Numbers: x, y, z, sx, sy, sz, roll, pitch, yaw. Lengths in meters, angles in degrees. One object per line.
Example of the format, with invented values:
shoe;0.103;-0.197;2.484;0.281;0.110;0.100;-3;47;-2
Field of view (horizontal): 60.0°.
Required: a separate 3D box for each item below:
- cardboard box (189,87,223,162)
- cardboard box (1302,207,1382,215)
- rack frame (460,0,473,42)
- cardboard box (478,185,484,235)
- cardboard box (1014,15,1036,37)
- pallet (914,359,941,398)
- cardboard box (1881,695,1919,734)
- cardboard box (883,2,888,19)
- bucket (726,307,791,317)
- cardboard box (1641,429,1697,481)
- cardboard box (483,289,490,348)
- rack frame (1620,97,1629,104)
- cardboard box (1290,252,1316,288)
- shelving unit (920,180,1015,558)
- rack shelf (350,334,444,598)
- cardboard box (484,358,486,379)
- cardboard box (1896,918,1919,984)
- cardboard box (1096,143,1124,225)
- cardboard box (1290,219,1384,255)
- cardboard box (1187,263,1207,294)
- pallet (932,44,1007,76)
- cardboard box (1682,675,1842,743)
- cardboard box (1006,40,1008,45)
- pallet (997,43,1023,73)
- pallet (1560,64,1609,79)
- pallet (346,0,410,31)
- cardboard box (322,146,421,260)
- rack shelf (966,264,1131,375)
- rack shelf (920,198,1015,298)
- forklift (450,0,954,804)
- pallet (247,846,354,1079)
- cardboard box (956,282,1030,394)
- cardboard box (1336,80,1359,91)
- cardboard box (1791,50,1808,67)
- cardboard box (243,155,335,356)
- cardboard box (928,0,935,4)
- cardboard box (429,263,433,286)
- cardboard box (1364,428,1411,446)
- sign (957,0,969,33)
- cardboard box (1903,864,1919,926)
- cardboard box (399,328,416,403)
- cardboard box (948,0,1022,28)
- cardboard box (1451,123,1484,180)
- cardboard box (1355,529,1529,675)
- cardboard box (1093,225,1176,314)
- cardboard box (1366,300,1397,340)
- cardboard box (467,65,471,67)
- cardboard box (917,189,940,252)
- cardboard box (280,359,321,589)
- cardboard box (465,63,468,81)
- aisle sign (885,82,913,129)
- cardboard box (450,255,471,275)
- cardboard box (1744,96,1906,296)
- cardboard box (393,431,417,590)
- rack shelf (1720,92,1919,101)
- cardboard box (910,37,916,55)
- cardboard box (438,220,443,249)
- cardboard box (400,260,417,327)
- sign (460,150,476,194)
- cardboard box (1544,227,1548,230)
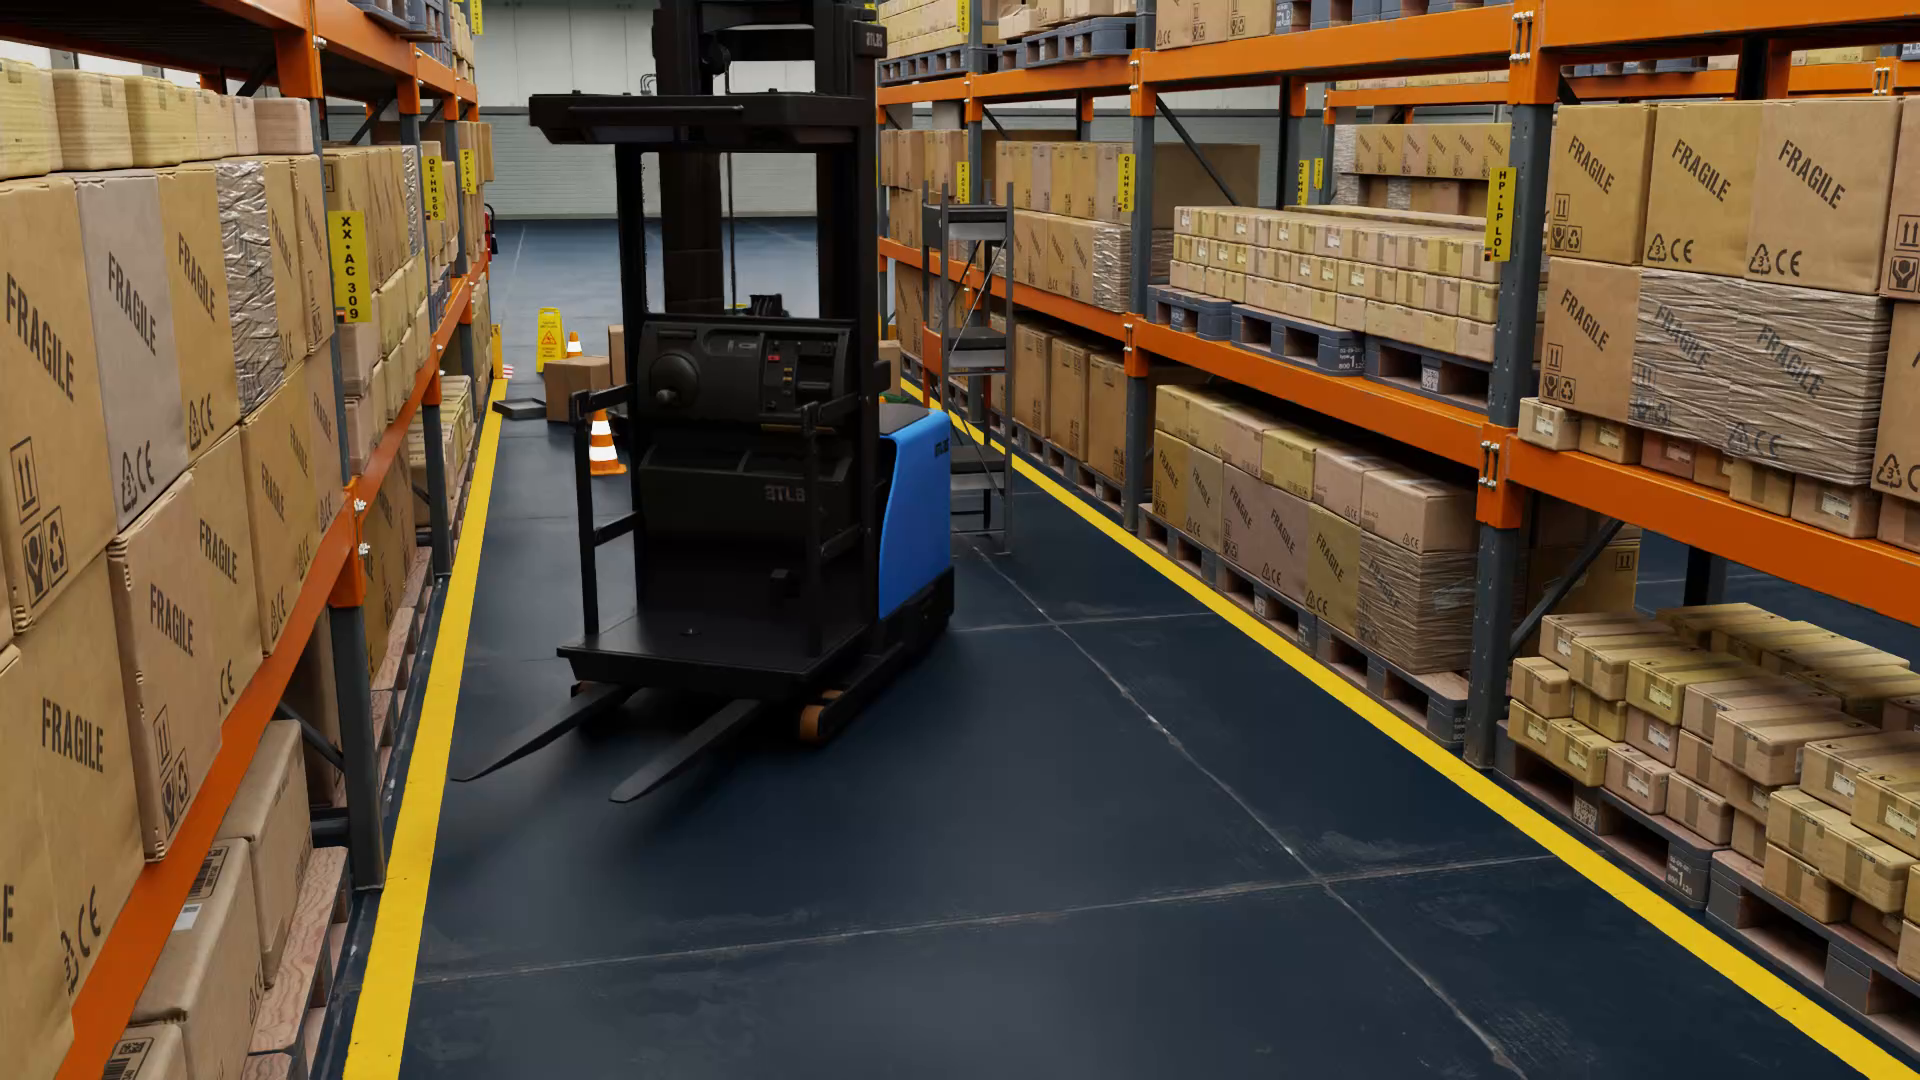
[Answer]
cardboard box;-1.787;-0.876;3.508;0.380;0.149;0.250;-3;14;-14
cardboard box;2.121;-1.765;9.223;0.380;0.149;0.250;-3;14;-14
rack frame;-5.163;-6.000;15.527;1.000;3.000;0.127;-3;14;-13
cardboard box;-4.655;-3.054;15.268;0.500;0.500;0.500;-3;14;-13
cardboard box;0.566;-3.797;12.263;0.250;0.149;0.380;-3;14;-13
pallet;0.171;-1.570;15.908;1.003;0.211;1.213;-3;14;-13
cardboard box;3.082;0.578;5.111;0.380;0.149;0.250;-4;14;-16
cardboard box;-0.548;-5.208;16.356;0.380;0.149;0.250;-3;14;-13
bucket;-1.709;-1.514;13.497;0.726;0.611;0.620;2;24;6
cardboard box;2.438;-0.297;5.353;0.380;0.149;0.250;-4;14;-16
cardboard box;-4.596;-2.028;15.237;0.500;0.500;0.500;-3;14;-11
rack frame;5.409;-2.716;14.723;1.000;3.000;0.127;-3;14;-13
cardboard box;1.793;-1.285;7.882;0.380;0.149;0.250;-3;14;-11
shelving unit;0.039;-0.982;9.522;0.431;2.100;0.503;-3;14;-13
rack shelf;-2.815;-0.430;6.882;1.077;0.370;4.000;-3;14;-13
cardboard box;-4.363;-1.428;14.359;0.500;0.250;0.500;-3;14;-14
cardboard box;2.683;1.082;4.302;0.380;0.149;0.250;-3;14;-12
cardboard box;1.288;-2.295;10.682;0.700;0.500;0.500;-3;14;-14
cardboard box;1.789;-1.433;7.861;0.380;0.149;0.250;-3;14;-14
cardboard box;1.475;-1.445;9.168;0.380;0.149;0.250;-3;14;-10
pallet;0.382;-4.066;14.116;1.003;0.211;1.213;-3;14;-13
cardboard box;2.520;0.547;5.236;0.380;0.149;0.250;-4;14;-15
cardboard box;0.568;-4.388;14.680;0.380;0.149;0.250;-4;14;-14
pallet;0.827;-3.618;12.499;0.805;0.209;1.217;-4;14;-15
pallet;5.450;-3.933;13.782;1.213;0.211;1.003;-3;14;-13
pallet;-2.816;-2.203;6.700;1.003;0.211;1.213;-3;14;-11
cardboard box;-2.780;-1.552;7.643;0.500;0.500;0.500;-3;14;-12
rack shelf;1.034;-1.652;11.883;1.077;0.370;4.000;-3;14;-13
rack shelf;0.039;-1.649;9.359;0.431;0.518;0.480;-3;14;-13
forklift;-0.961;-0.713;6.668;1.130;2.935;3.031;4;14;17
pallet;-2.242;1.217;4.503;1.003;0.211;1.213;-3;14;-13
cardboard box;0.484;-1.783;14.499;0.875;0.875;0.875;-3;14;-12
cardboard box;4.331;-4.897;17.648;0.500;0.250;0.500;-3;14;-12
cardboard box;5.869;-3.387;11.466;0.500;0.250;0.500;-3;14;-13
cardboard box;-1.966;-0.759;4.395;0.500;0.500;0.500;-3;14;-14
cardboard box;-0.071;-4.738;14.433;0.380;0.149;0.250;-3;14;-13
cardboard box;-3.233;-1.541;9.558;0.380;0.149;0.250;-4;14;-17
cardboard box;2.283;-0.397;8.033;0.500;0.250;0.500;-3;14;-11
sign;0.025;-4.178;13.132;0.100;0.325;0.005;-3;14;-13
cardboard box;2.681;0.938;4.265;0.380;0.149;0.250;-3;14;-10
cardboard box;-2.528;-0.715;6.851;0.500;0.250;0.500;-4;14;-14
cardboard box;0.199;-4.343;13.658;0.500;0.250;0.500;-3;14;-14
cardboard box;4.917;-3.598;15.391;0.500;0.500;0.500;-3;14;-13
cardboard box;2.024;0.237;7.021;0.500;0.500;0.500;-4;14;-14
cardboard box;1.137;-1.677;10.262;0.500;0.500;0.500;-3;14;-13
cardboard box;1.980;-0.955;7.160;0.380;0.149;0.250;-4;14;-16
cardboard box;-4.677;-4.395;14.965;0.500;0.250;0.500;-3;14;-14
cardboard box;0.080;-2.993;15.543;0.875;0.550;0.500;-3;14;-13
cardboard box;-1.861;-0.155;4.032;0.500;0.500;0.500;-4;14;-15
cardboard box;-4.404;-4.003;14.199;0.380;0.149;0.250;-3;14;-14
aisle sign;-0.684;-4.648;17.154;0.394;0.787;0.004;-3;14;-13
cardboard box;-3.986;-2.132;12.862;0.380;0.149;0.250;-3;14;-13
cardboard box;2.537;-0.941;4.516;0.500;0.500;0.500;-3;14;-12
cardboard box;-3.203;-0.249;8.216;0.875;0.875;0.875;-3;14;-14
rack shelf;9.754;-4.561;17.471;1.077;0.370;4.000;-3;14;-13
cardboard box;-0.250;-4.526;15.247;0.380;0.149;0.250;-3;14;-13
cardboard box;-3.426;-1.996;10.056;0.500;0.500;0.500;-3;14;-12
cardboard box;-2.660;-1.078;7.282;0.500;0.250;0.500;-4;14;-15
sign;-3.685;-2.758;12.454;0.100;0.325;0.005;-3;14;-13
cardboard box;2.612;-1.286;7.260;0.380;0.149;0.250;-3;14;-14
